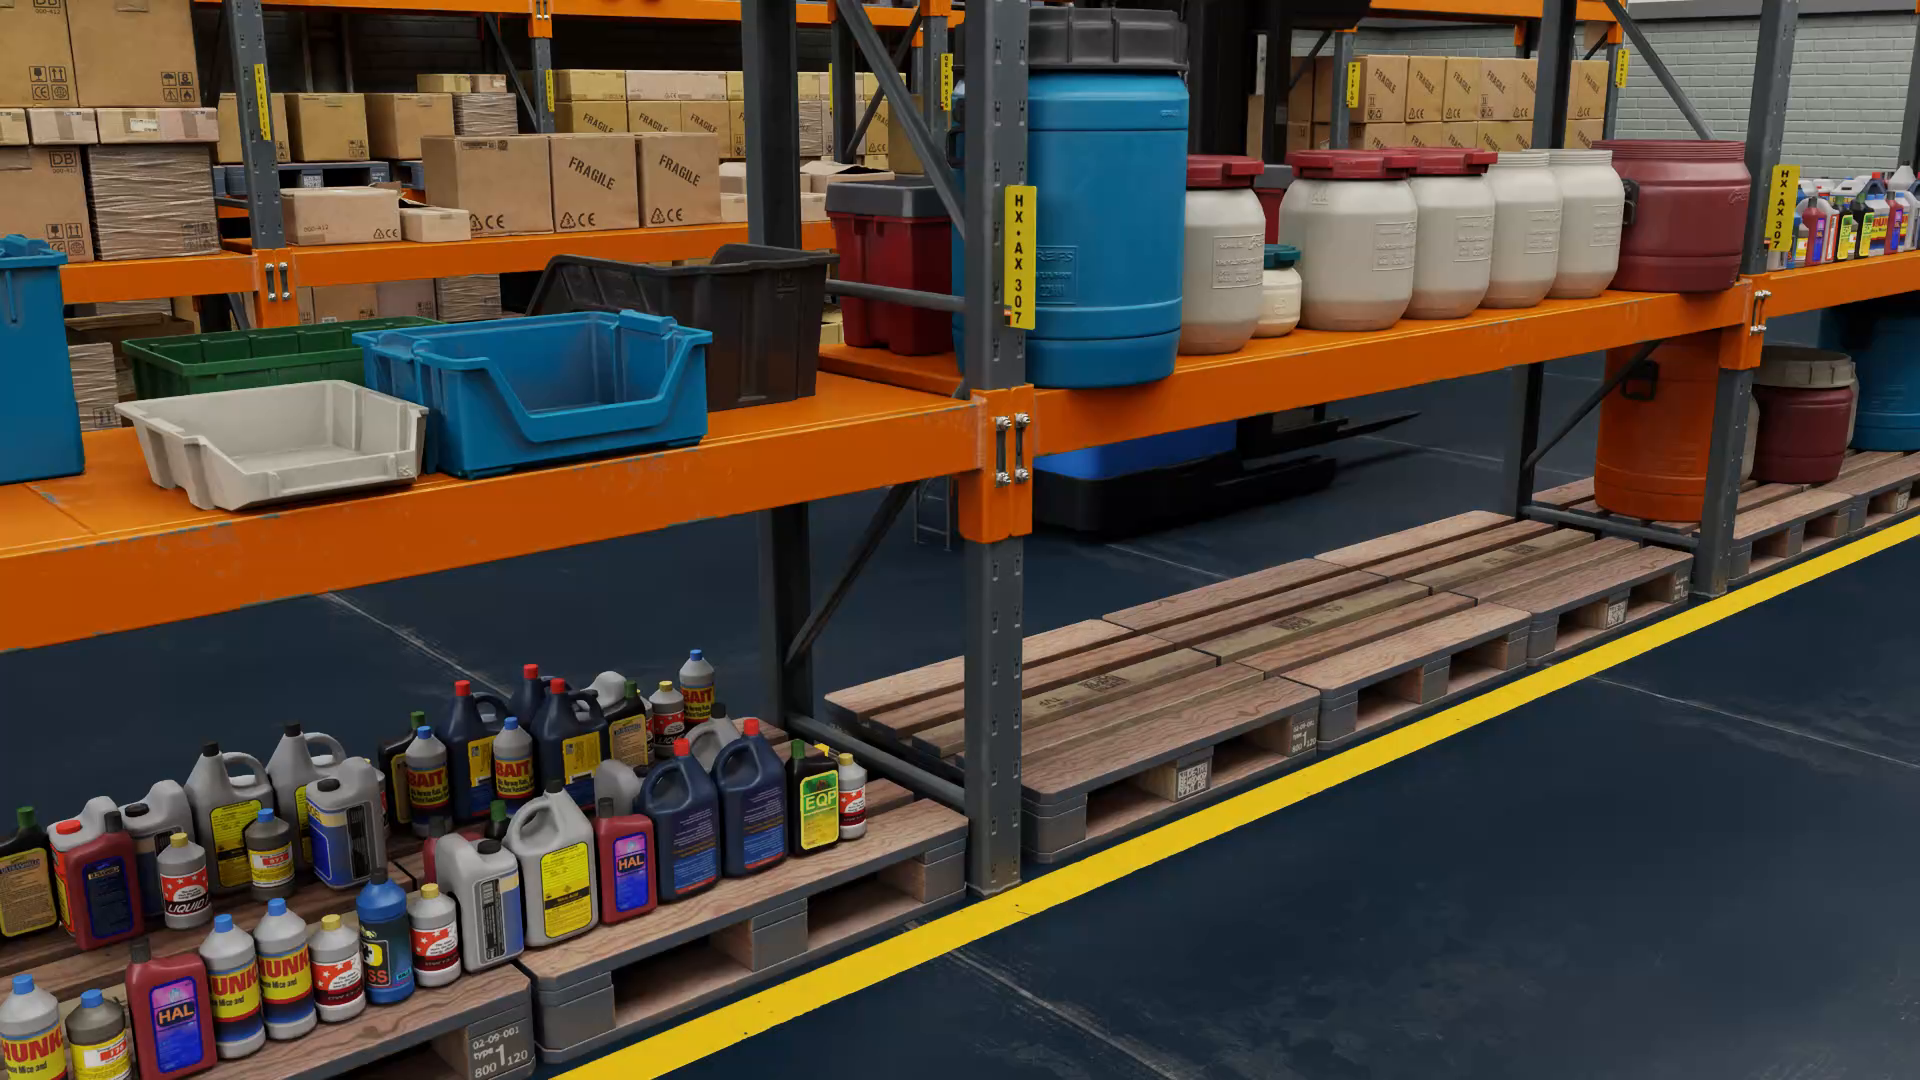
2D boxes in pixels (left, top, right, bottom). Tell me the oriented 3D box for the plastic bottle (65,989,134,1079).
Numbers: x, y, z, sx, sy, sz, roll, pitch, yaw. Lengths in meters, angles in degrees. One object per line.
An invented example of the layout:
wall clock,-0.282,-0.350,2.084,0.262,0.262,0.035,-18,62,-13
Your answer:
plastic bottle,-1.581,0.923,3.052,0.097,0.201,0.097,0,15,0

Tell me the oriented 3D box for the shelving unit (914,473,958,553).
shelving unit,0.054,-0.589,7.629,0.503,1.200,0.258,-14,20,-41

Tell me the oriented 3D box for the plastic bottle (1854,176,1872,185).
plastic bottle,4.946,-1.859,9.138,0.135,0.276,0.152,-13,19,-39

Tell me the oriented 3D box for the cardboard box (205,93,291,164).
cardboard box,-5.409,-3.110,12.534,0.500,0.500,0.700,-10,18,-32

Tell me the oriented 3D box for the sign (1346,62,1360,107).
sign,2.939,-3.402,12.430,0.005,0.325,0.100,-13,19,-39

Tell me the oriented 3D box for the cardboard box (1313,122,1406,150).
cardboard box,3.136,-3.032,13.094,0.500,0.500,0.500,-12,19,-38

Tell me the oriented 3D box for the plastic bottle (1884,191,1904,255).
plastic bottle,4.244,-1.448,7.586,0.133,0.283,0.061,-13,19,-39

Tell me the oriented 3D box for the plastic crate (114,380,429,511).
plastic crate,-1.273,-0.178,3.116,0.437,0.136,0.530,-13,19,-39

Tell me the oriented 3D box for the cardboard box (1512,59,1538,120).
cardboard box,4.666,-3.856,14.241,0.500,0.500,0.500,-12,19,-38

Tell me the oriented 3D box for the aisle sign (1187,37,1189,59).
aisle sign,2.586,-5.801,18.618,0.004,0.787,0.394,-13,19,-39

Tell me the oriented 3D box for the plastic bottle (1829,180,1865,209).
plastic bottle,4.623,-1.735,8.672,0.135,0.276,0.152,-13,19,-39

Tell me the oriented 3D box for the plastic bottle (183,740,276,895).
plastic bottle,-1.699,0.629,3.864,0.185,0.351,0.144,-12,19,-37

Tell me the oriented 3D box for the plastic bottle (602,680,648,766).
plastic bottle,-0.898,0.519,4.405,0.133,0.283,0.061,-13,19,-39

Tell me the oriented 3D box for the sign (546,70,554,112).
sign,-3.336,-3.653,13.525,0.005,0.325,0.100,-13,19,-39

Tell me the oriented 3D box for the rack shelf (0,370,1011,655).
rack shelf,-1.723,0.056,3.120,4.000,0.370,1.077,-13,19,-39

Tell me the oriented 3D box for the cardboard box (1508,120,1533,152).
cardboard box,4.662,-3.375,14.380,0.500,0.500,0.500,-12,19,-39

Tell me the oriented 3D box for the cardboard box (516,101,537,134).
cardboard box,-3.517,-3.569,14.491,0.500,0.500,0.500,-12,19,-39

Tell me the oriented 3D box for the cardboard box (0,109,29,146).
cardboard box,-4.108,-1.738,6.993,0.250,0.149,0.380,-13,20,-39

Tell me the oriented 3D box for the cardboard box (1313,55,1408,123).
cardboard box,3.112,-3.507,12.934,0.500,0.500,0.500,-12,19,-38

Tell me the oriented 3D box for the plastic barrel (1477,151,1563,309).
plastic barrel,1.850,-1.074,5.743,0.421,0.512,0.421,0,15,0

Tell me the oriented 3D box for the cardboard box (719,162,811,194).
cardboard box,-1.247,-2.116,10.031,0.500,0.311,0.500,-13,20,-40

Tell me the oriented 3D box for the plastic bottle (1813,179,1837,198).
plastic bottle,4.523,-1.764,8.782,0.135,0.276,0.152,-13,19,-39

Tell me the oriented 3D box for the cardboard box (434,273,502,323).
cardboard box,-4.209,-2.109,13.824,0.500,0.500,0.700,-12,19,-39

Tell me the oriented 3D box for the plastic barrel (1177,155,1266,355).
plastic barrel,0.652,-0.815,4.725,0.433,0.535,0.433,0,15,0

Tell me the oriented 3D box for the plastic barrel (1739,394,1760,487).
plastic barrel,3.529,-0.508,7.846,0.421,0.512,0.421,0,15,0

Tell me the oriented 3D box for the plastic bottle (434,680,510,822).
plastic bottle,-1.238,0.525,4.252,0.185,0.351,0.144,-14,20,-42

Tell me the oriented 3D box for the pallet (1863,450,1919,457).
pallet,5.212,-0.515,9.270,1.213,0.211,1.003,-13,19,-39

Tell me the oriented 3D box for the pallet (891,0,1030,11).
pallet,-0.058,-5.457,16.726,1.213,0.211,1.003,-13,19,-39

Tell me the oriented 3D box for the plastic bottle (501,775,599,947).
plastic bottle,-0.899,0.690,3.636,0.185,0.351,0.144,-13,20,-40

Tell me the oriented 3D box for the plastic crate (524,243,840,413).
plastic crate,-0.692,-0.536,4.065,0.504,0.338,0.767,-13,19,-39

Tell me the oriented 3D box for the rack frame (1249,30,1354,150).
rack frame,2.572,-2.950,12.982,0.127,3.000,1.000,-13,19,-39

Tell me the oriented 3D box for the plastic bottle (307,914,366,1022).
plastic bottle,-1.250,0.849,3.330,0.097,0.201,0.097,0,15,0

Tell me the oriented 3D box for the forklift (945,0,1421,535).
forklift,1.348,-1.740,8.586,3.031,2.935,1.130,-14,20,-41

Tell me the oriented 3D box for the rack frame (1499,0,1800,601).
rack frame,2.804,-1.308,6.833,0.127,3.000,1.000,-13,19,-39

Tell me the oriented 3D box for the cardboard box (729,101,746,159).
cardboard box,-2.001,-3.731,15.096,0.500,0.500,0.500,-12,19,-38

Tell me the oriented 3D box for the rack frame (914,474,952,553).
rack frame,-0.125,-0.546,7.468,0.015,1.200,0.240,-14,20,-41

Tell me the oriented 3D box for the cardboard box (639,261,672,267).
cardboard box,-3.059,-2.500,14.647,0.750,0.750,0.750,-13,20,-40

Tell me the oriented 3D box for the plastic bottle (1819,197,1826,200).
plastic bottle,3.757,-1.360,7.280,0.097,0.271,0.097,0,15,0

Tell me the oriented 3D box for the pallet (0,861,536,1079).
pallet,-1.669,1.031,3.482,1.213,0.211,1.003,-13,19,-39

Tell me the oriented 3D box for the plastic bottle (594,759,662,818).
plastic bottle,-0.772,0.647,3.942,0.135,0.276,0.152,-13,19,-39

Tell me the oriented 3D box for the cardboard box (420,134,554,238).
cardboard box,-2.475,-1.859,8.705,0.500,0.500,0.500,-11,18,-35

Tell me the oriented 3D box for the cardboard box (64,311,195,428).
cardboard box,-4.018,-0.814,8.046,0.500,0.500,0.500,-13,19,-39

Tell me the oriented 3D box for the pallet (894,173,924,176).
pallet,0.020,-2.308,10.951,1.003,0.211,1.213,-13,19,-39

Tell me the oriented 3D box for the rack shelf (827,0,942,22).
rack shelf,-1.954,-3.035,8.883,4.000,0.370,1.077,-13,19,-39

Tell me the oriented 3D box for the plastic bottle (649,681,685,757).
plastic bottle,-0.819,0.495,4.653,0.097,0.201,0.097,0,15,0

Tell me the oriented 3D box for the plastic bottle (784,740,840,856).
plastic bottle,-0.360,0.616,4.044,0.133,0.283,0.061,-11,19,-37

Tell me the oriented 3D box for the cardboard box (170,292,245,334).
cardboard box,-5.816,-1.789,12.626,0.500,0.500,0.700,-13,20,-40

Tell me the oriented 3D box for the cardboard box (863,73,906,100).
cardboard box,-0.867,-4.349,15.957,0.500,0.250,0.500,-12,19,-38

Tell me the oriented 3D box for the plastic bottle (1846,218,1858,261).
plastic bottle,3.897,-1.337,7.329,0.097,0.201,0.097,0,15,0

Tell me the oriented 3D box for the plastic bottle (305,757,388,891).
plastic bottle,-1.442,0.658,3.900,0.135,0.276,0.152,-13,19,-39

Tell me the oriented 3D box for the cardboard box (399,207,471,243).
cardboard box,-2.660,-1.584,8.354,0.250,0.149,0.380,-13,19,-39

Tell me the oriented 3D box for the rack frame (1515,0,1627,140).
rack frame,5.590,-3.628,15.519,0.127,3.000,1.000,-13,19,-39

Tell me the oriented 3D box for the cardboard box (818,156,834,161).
cardboard box,-1.312,-3.551,15.680,0.250,0.149,0.380,-13,19,-39

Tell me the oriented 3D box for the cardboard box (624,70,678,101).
cardboard box,-2.783,-3.918,14.344,0.500,0.250,0.500,-13,20,-40

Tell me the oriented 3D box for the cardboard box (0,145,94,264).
cardboard box,-4.187,-1.476,7.270,0.500,0.500,0.700,-13,20,-40

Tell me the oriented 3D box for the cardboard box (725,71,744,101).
cardboard box,-2.028,-4.091,14.992,0.500,0.250,0.500,-13,20,-40

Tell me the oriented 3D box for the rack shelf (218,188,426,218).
rack shelf,-5.209,-2.550,12.878,4.000,0.370,1.077,-13,19,-39

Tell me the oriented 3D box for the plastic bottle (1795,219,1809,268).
plastic bottle,3.521,-1.253,7.013,0.097,0.201,0.097,0,15,0
